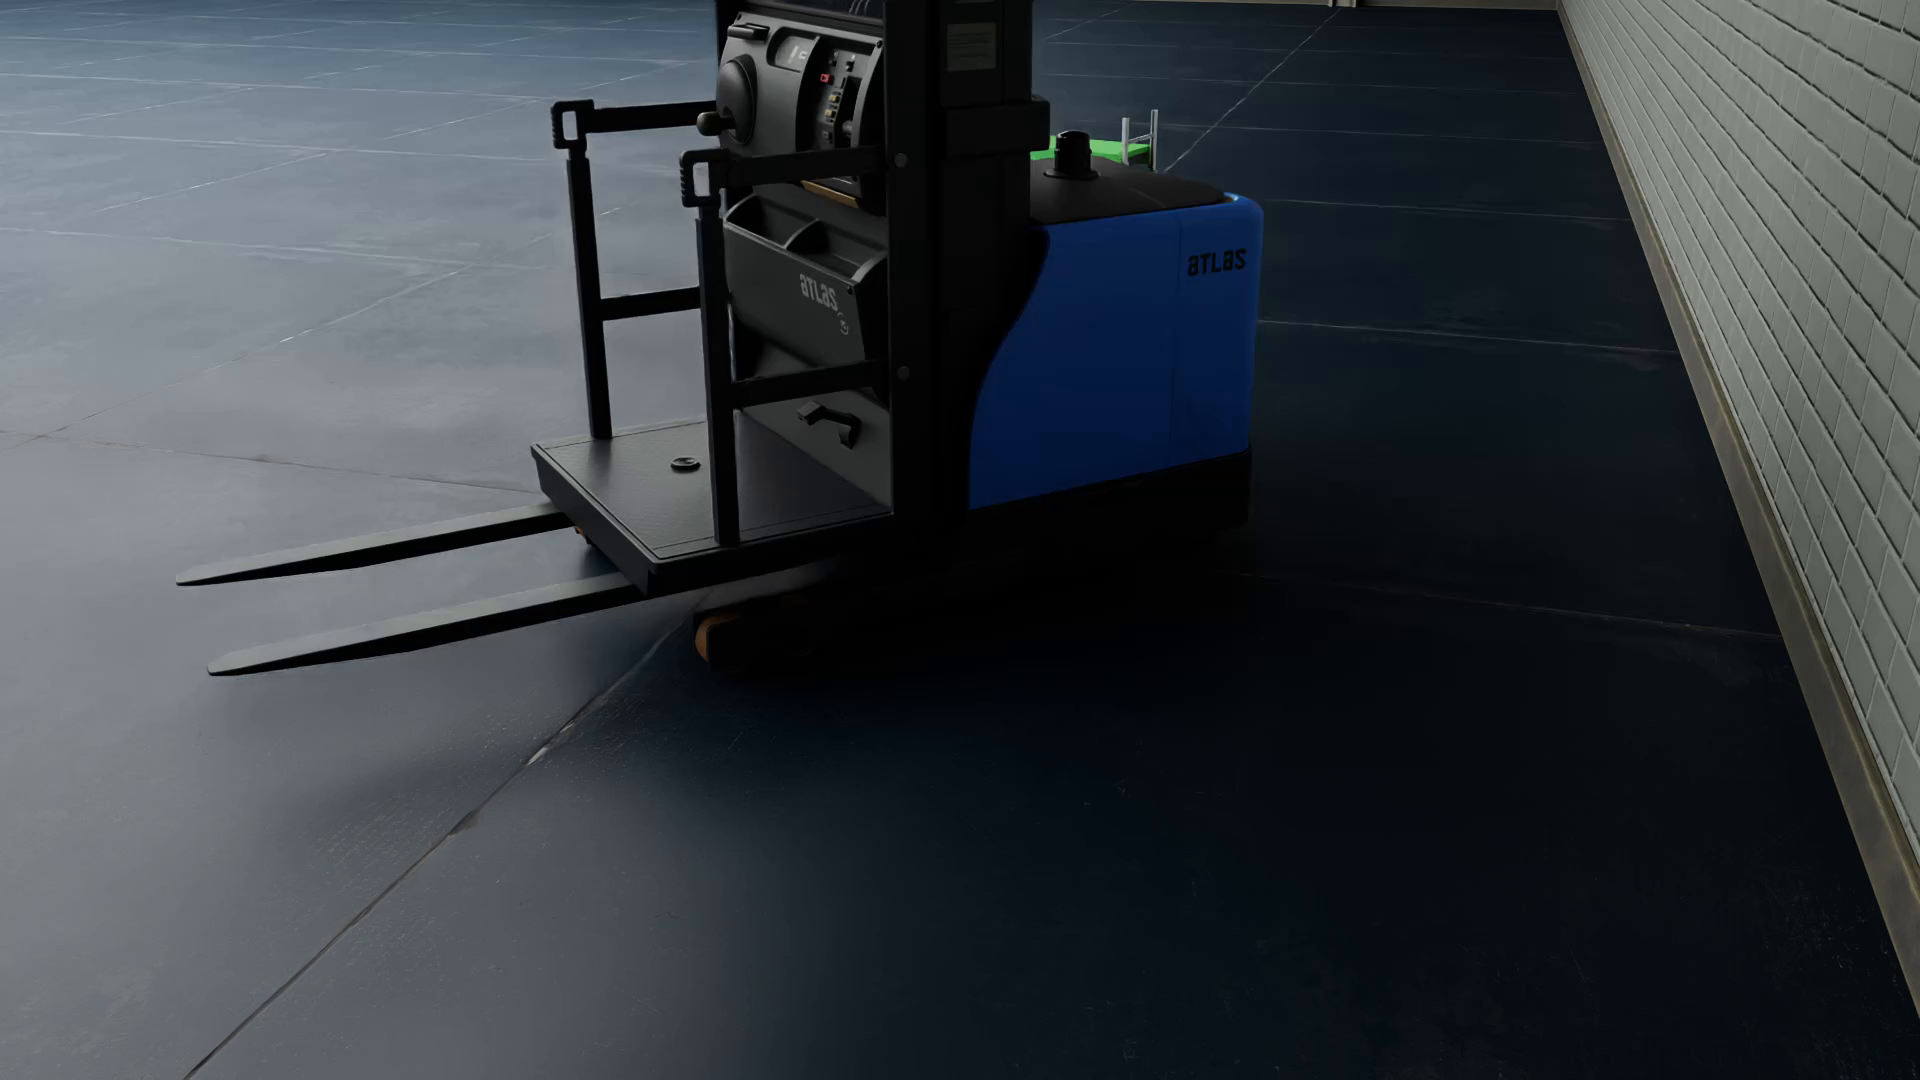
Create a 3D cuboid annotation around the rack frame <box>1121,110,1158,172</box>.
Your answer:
[{"bbox_3d":[0.610,-0.883,5.841,0.015,1.200,0.240,13,26,29],"label":"rack frame"}]

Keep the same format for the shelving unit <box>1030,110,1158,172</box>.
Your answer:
[{"bbox_3d":[0.403,-0.932,5.961,0.503,1.200,0.258,13,26,29],"label":"shelving unit"}]

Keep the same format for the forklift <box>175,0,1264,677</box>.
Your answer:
[{"bbox_3d":[-0.623,-1.232,4.410,3.031,2.935,1.130,-12,25,-28],"label":"forklift"}]

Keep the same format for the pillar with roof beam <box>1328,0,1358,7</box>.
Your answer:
[{"bbox_3d":[4.353,-10.403,18.773,0.400,9.000,9.100,7,23,16],"label":"pillar with roof beam"}]

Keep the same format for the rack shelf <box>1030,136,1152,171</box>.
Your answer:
[{"bbox_3d":[0.403,-1.317,5.803,0.480,0.148,0.258,13,26,29],"label":"rack shelf"}]
